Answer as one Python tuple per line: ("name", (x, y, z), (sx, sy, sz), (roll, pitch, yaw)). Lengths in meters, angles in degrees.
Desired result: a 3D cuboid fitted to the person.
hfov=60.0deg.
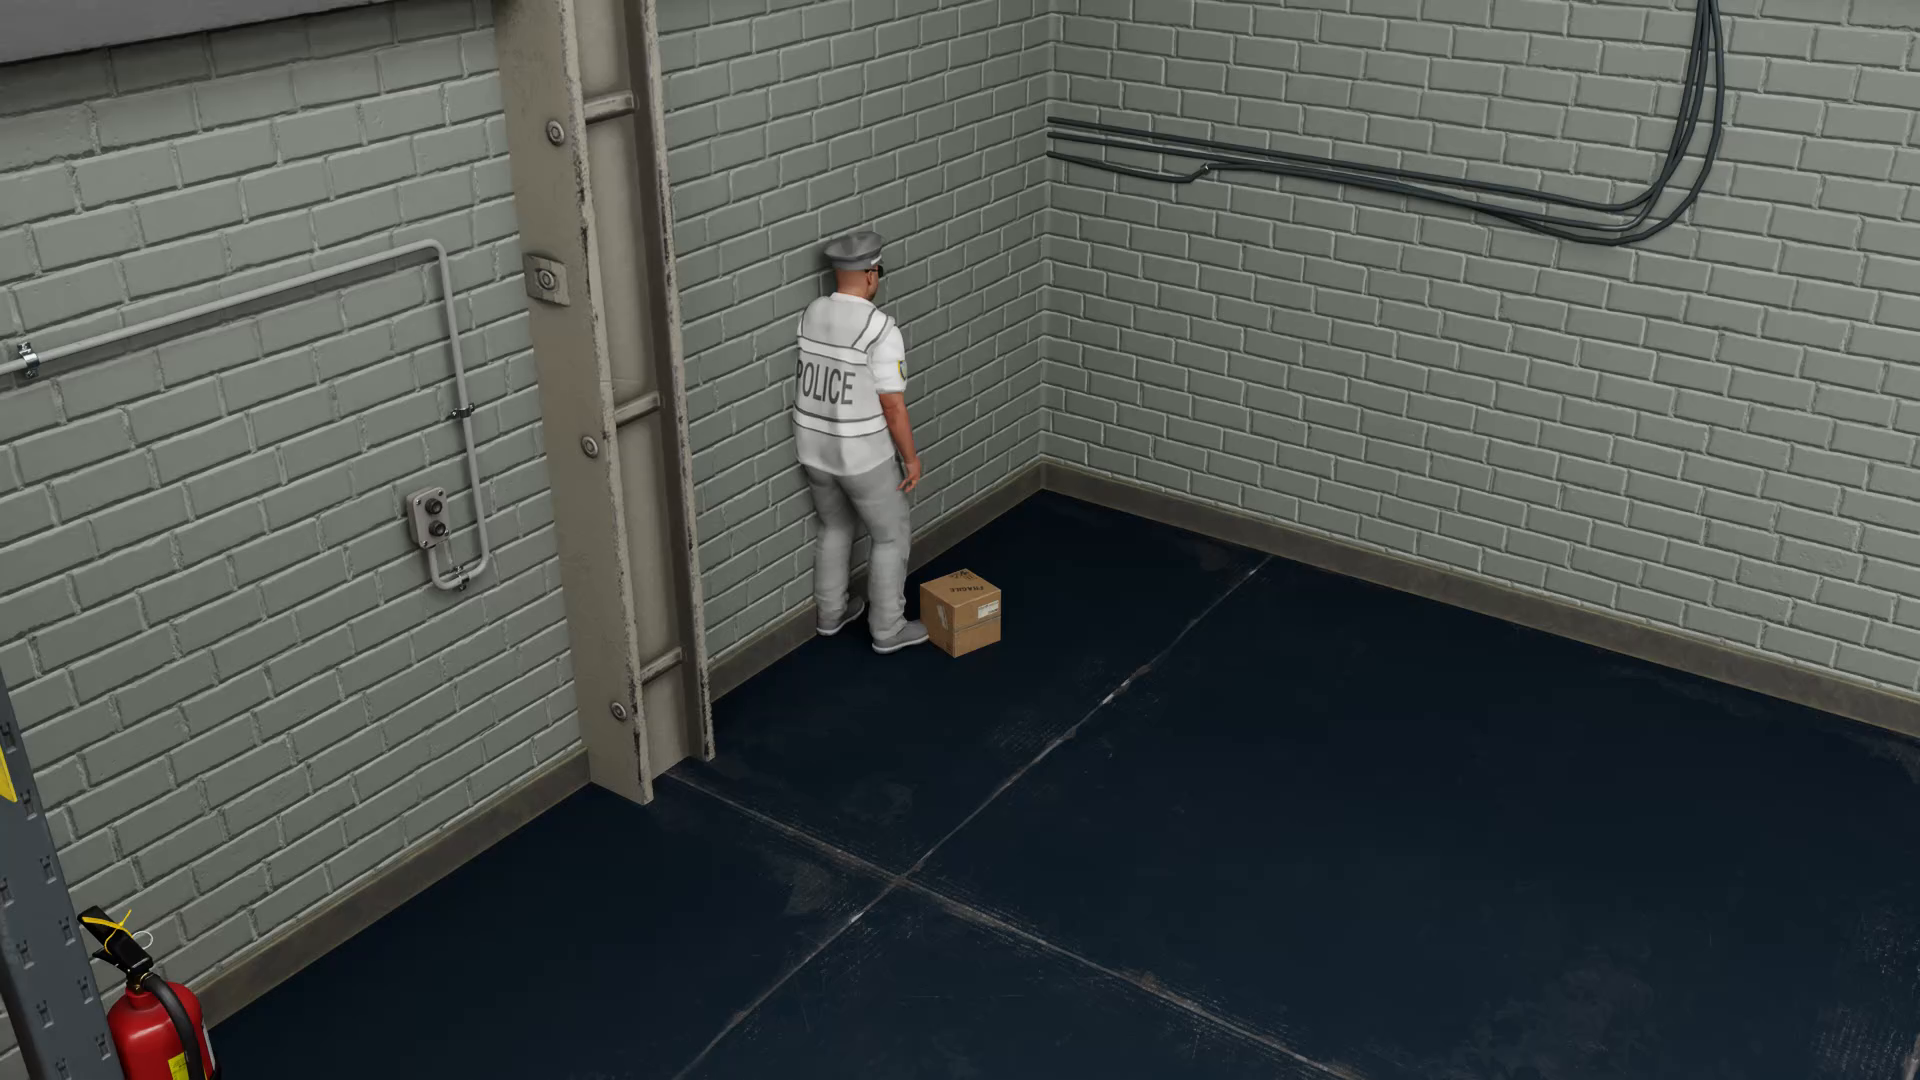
("person", (-0.438, -0.373, 6.847), (0.586, 1.748, 0.440), (18, 32, 31))
